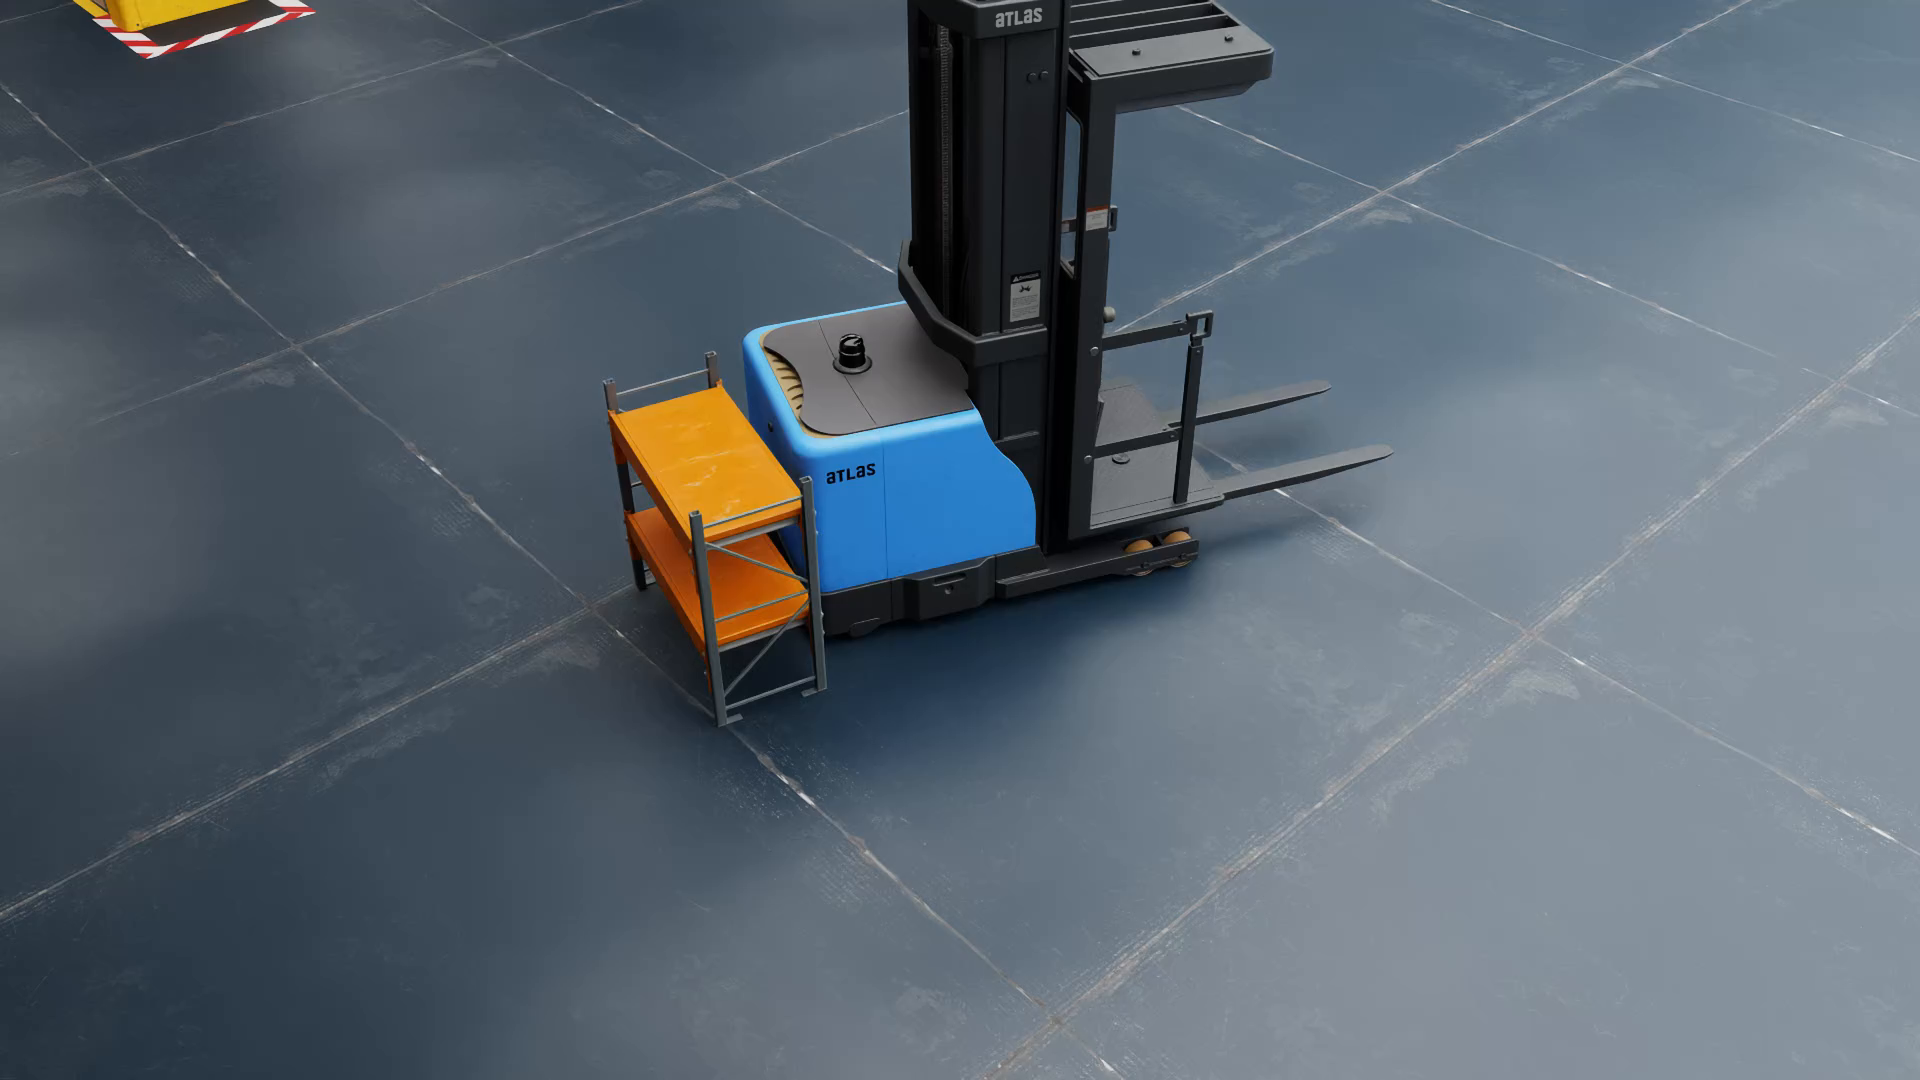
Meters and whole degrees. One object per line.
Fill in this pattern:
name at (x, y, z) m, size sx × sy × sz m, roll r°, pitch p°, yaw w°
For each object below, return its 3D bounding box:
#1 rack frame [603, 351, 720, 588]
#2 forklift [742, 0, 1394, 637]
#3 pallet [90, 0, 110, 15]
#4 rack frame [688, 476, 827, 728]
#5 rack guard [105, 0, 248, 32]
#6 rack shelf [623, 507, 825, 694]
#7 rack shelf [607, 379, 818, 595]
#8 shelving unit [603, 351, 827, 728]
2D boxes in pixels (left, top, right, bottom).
rack frame at (-1.275, -0.296, 7.430) m, size 0.500 × 1.125 × 0.032 m, roll -18°, pitch 42°, yaw -21°
forklift at (0.589, -1.273, 7.201) m, size 3.031 × 2.935 × 1.130 m, roll -13°, pitch 41°, yaw -15°
pallet at (-6.653, -4.652, 13.549) m, size 1.003 × 0.211 × 1.213 m, roll -30°, pitch 48°, yaw -32°
rack frame at (-0.801, 0.269, 6.730) m, size 0.500 × 1.125 × 0.032 m, roll -18°, pitch 42°, yaw -21°
rack guard at (-6.089, -4.417, 13.029) m, size 1.175 × 0.500 × 0.348 m, roll -30°, pitch 48°, yaw -32°
rack shelf at (-1.038, 0.176, 7.233) m, size 0.538 × 0.278 × 1.000 m, roll -18°, pitch 42°, yaw -21°
rack shelf at (-1.038, -0.241, 6.896) m, size 0.538 × 0.278 × 1.000 m, roll -18°, pitch 42°, yaw -21°
shelving unit at (-1.038, -0.014, 7.080) m, size 0.538 × 1.125 × 1.048 m, roll -18°, pitch 42°, yaw -21°
